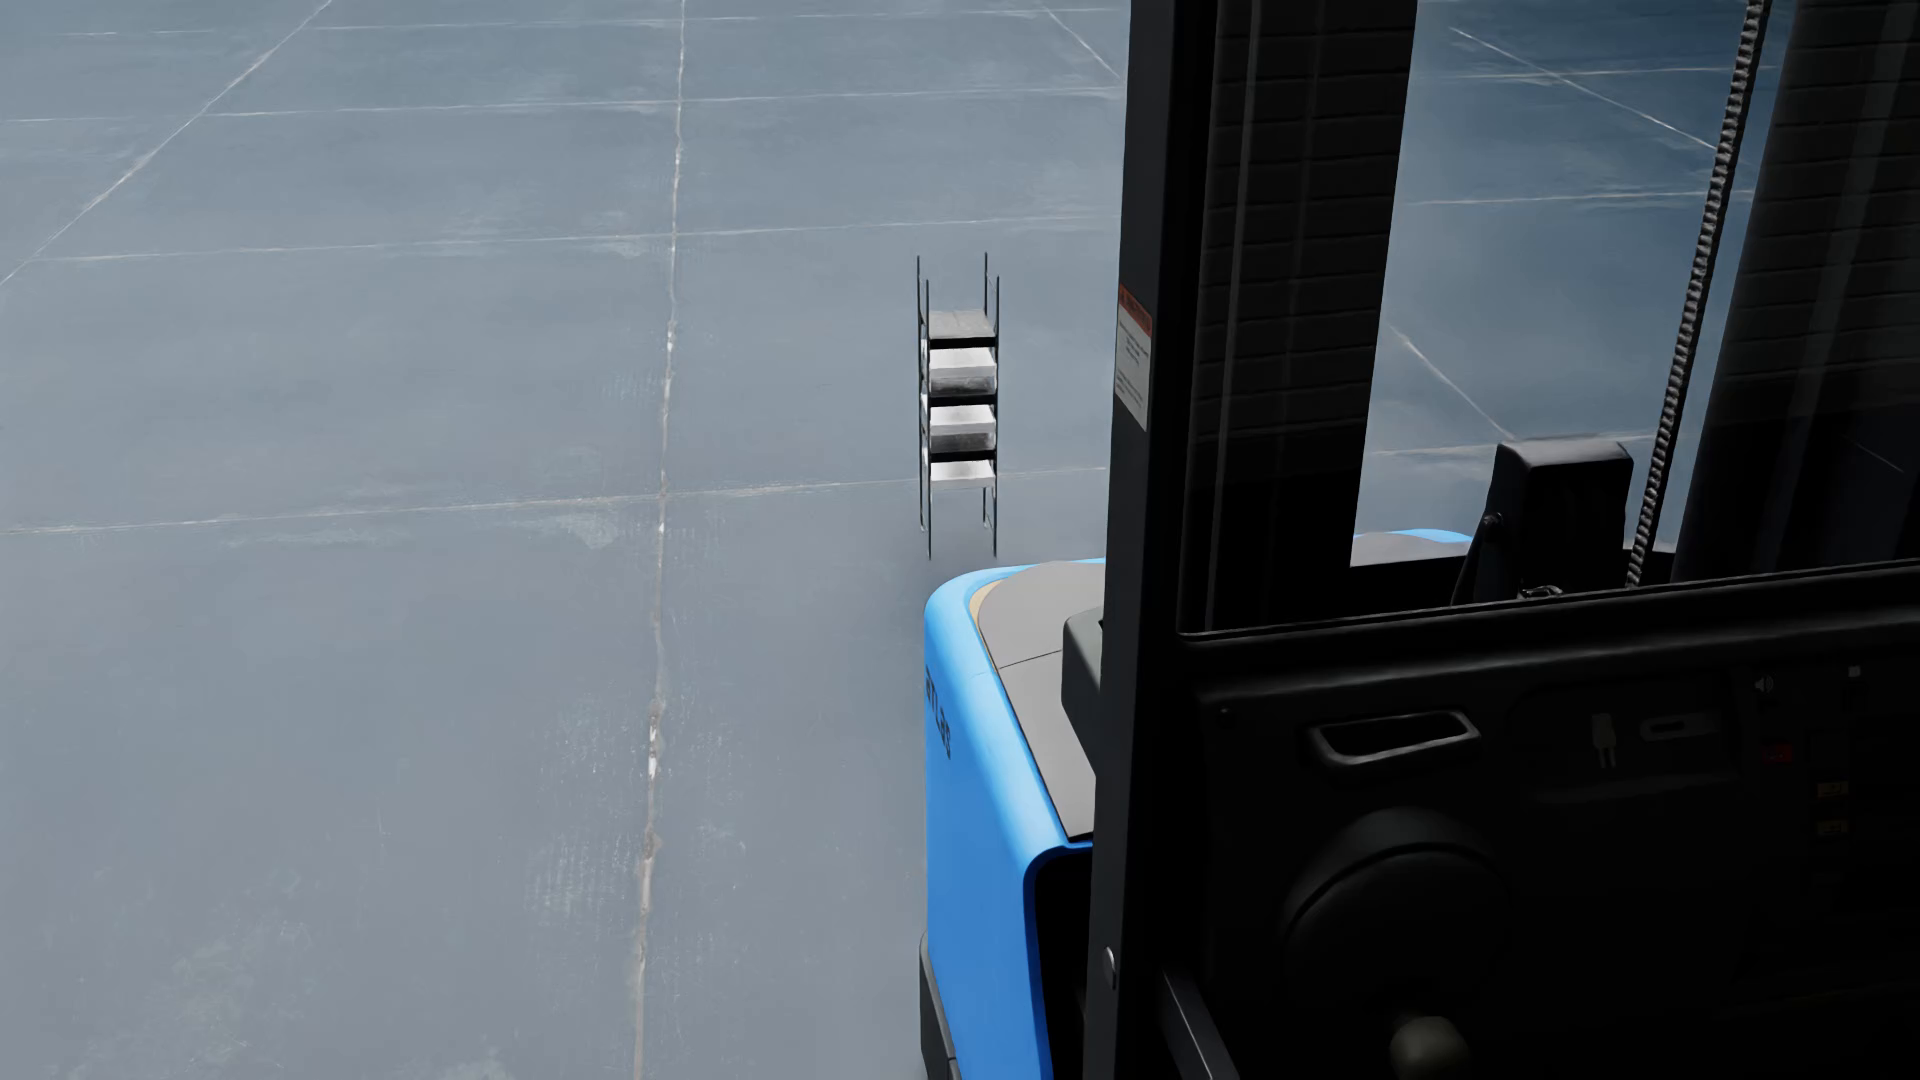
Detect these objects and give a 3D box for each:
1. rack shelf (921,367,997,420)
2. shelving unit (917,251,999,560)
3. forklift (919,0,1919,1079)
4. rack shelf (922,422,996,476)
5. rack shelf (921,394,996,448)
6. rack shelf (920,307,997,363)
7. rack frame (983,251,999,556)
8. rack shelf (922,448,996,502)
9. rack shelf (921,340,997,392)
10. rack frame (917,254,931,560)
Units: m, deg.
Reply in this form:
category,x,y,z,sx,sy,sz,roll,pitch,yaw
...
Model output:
category,x,y,z,sx,sy,sz,roll,pitch,yaw
rack shelf,-0.008,-0.450,5.018,0.200,0.077,0.258,-4,27,-7
shelving unit,-0.008,-0.400,5.044,0.210,0.900,0.258,-4,27,-7
forklift,0.720,0.320,1.415,1.130,2.935,3.031,-5,28,-10
rack shelf,-0.008,-0.290,5.100,0.200,0.077,0.258,-4,27,-7
rack shelf,-0.008,-0.370,5.059,0.200,0.077,0.258,-4,27,-7
rack shelf,-0.008,-0.610,4.936,0.200,0.077,0.258,-4,27,-7
rack frame,0.093,-0.406,5.056,0.006,0.900,0.240,-4,27,-7
rack shelf,-0.008,-0.210,5.141,0.200,0.077,0.258,-4,27,-7
rack shelf,-0.008,-0.530,4.977,0.200,0.077,0.258,-4,27,-7
rack frame,-0.109,-0.393,5.031,0.006,0.900,0.240,-4,27,-7
